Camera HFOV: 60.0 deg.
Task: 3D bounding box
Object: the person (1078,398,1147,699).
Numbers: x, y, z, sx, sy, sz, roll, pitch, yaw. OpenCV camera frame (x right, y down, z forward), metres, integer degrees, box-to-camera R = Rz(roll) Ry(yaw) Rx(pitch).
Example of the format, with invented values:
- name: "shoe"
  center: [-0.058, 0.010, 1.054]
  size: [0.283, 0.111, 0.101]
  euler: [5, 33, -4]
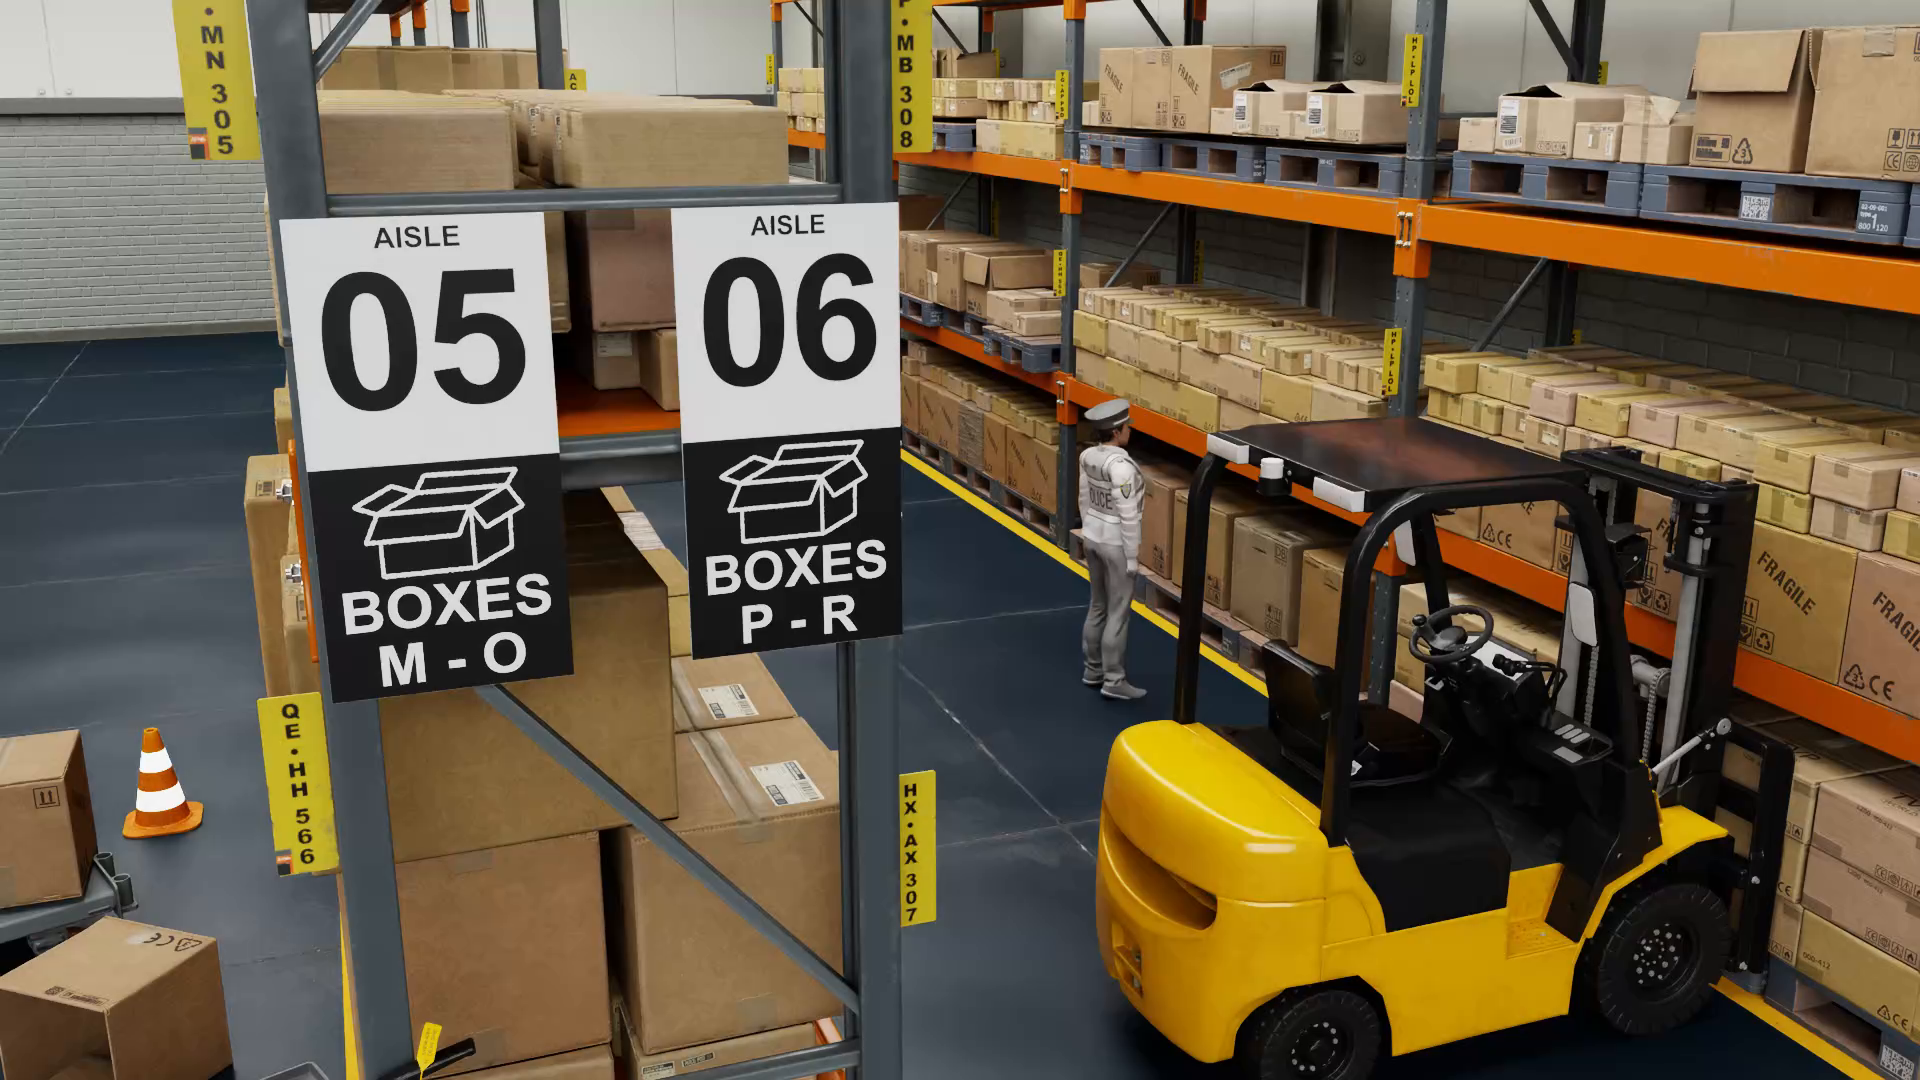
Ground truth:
- name: "person"
  center: [0.858, 0.049, 9.345]
  size: [0.346, 1.715, 0.470]
  euler: [-8, 18, -27]
